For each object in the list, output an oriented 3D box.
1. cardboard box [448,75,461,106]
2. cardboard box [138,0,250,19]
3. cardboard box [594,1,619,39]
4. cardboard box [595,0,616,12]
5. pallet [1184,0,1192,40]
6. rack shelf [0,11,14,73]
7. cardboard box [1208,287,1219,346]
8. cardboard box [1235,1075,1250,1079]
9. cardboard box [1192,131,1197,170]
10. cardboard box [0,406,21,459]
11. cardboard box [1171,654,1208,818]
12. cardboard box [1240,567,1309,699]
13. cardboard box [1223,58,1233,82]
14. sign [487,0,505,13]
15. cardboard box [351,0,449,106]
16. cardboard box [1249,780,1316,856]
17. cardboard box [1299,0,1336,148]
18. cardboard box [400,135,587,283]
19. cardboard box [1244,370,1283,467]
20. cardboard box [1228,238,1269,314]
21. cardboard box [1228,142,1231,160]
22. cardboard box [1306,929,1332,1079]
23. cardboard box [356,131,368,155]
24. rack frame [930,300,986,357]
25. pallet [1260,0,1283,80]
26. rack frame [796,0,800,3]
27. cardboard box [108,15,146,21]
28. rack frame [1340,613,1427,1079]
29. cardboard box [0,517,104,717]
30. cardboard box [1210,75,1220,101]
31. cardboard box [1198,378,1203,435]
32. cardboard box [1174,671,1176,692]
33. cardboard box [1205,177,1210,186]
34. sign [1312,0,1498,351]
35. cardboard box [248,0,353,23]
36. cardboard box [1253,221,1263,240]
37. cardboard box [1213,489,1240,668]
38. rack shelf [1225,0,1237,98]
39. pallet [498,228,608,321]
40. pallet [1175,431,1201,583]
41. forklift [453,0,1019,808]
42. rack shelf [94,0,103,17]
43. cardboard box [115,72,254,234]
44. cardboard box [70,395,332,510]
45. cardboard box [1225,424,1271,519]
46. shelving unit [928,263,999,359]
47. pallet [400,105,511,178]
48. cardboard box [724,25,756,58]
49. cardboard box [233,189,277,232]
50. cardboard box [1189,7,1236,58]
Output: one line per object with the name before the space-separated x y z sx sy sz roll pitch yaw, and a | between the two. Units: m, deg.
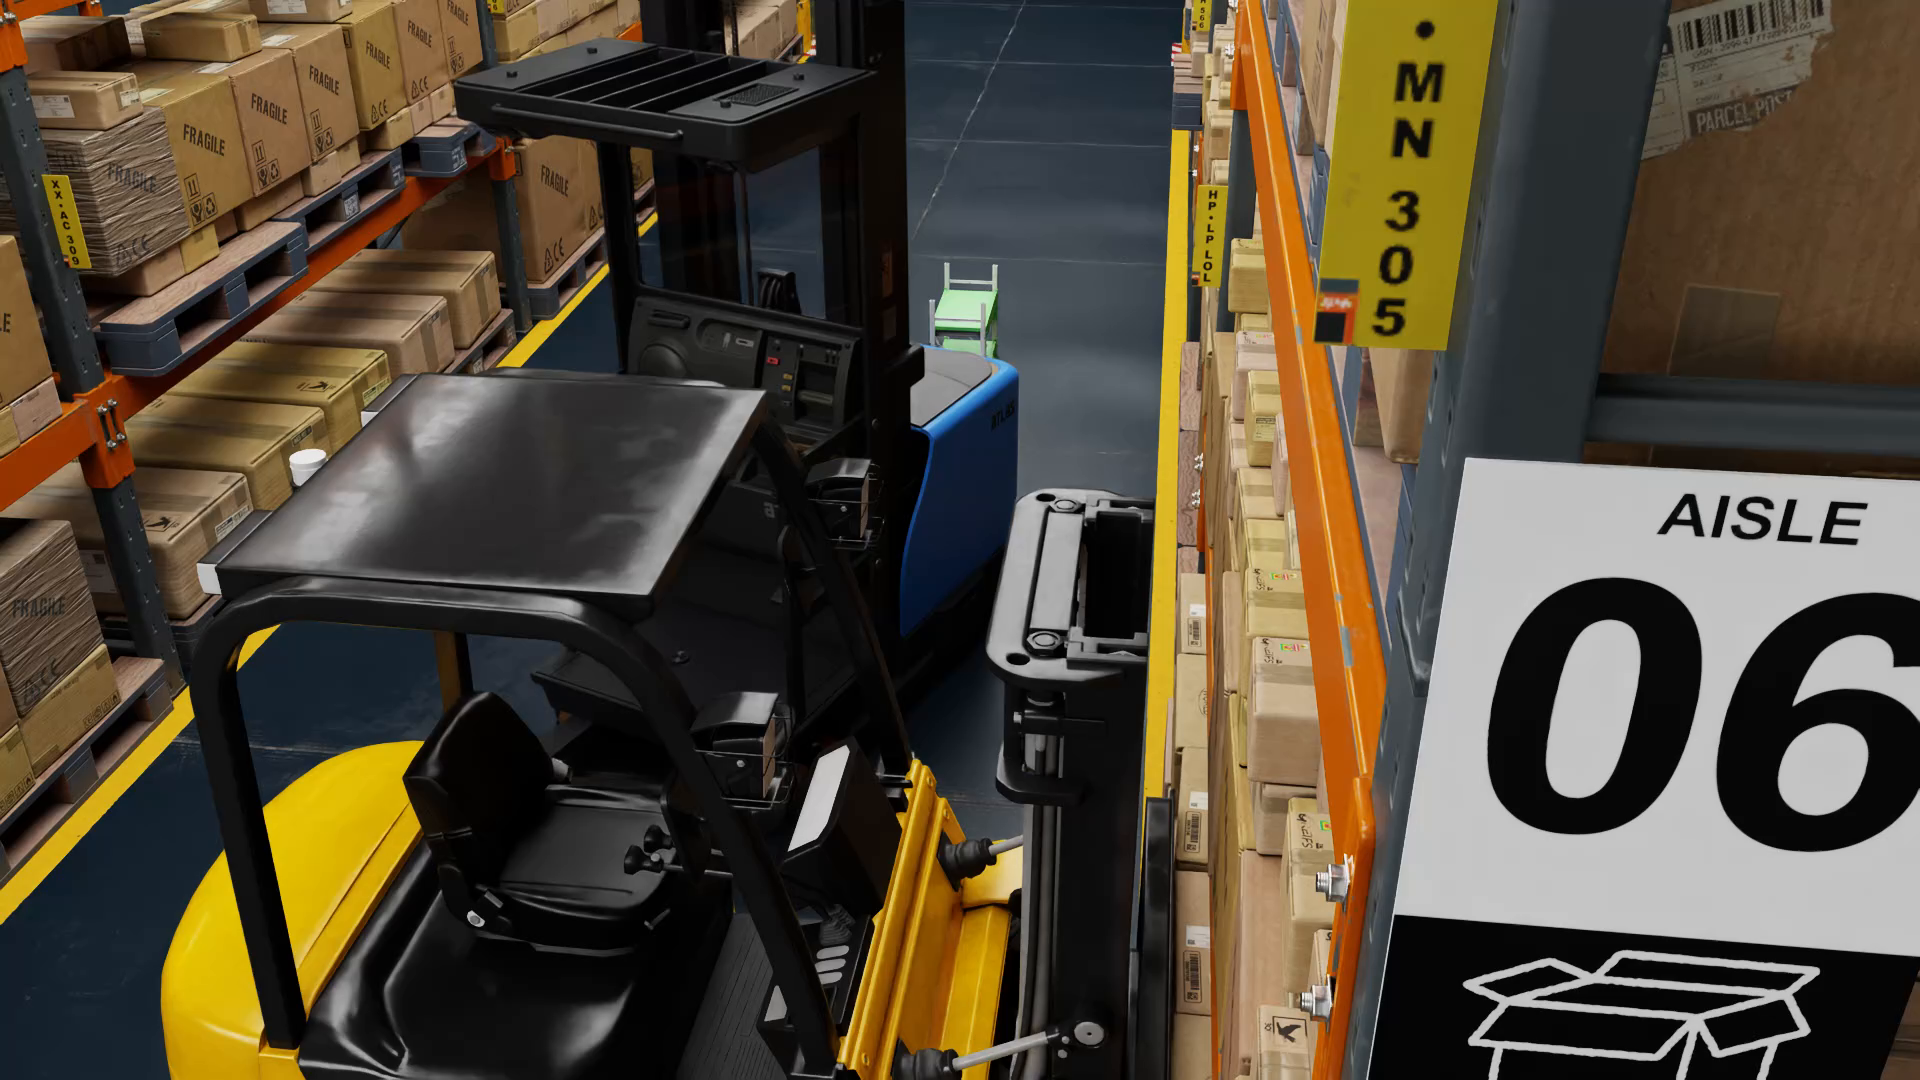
cardboard box | -2.879 -2.394 8.853 0.380 0.149 0.250 4 29 7
cardboard box | -3.512 -2.284 7.965 0.500 0.500 0.500 4 29 7
cardboard box | -2.629 -3.490 11.223 0.500 0.250 0.500 3 28 6
cardboard box | -2.591 -3.712 11.108 0.500 0.250 0.500 4 29 7
pallet | 2.099 -3.760 11.769 1.003 0.211 1.213 3 28 6
rack shelf | -3.847 -0.798 3.664 1.077 0.370 4.000 3 28 6
cardboard box | 1.132 -0.849 5.794 0.500 0.250 0.500 3 28 5
cardboard box | 0.635 1.143 2.360 0.500 0.500 0.500 3 28 5
cardboard box | 2.023 -3.084 12.505 0.500 0.500 0.500 5 29 8
cardboard box | -3.362 -0.338 5.480 0.380 0.149 0.250 4 29 7
cardboard box | 0.882 0.586 4.901 0.500 0.250 0.500 3 28 6
cardboard box | 0.727 0.186 3.139 0.380 0.149 0.250 4 29 7
cardboard box | 1.427 -2.156 7.801 0.380 0.149 0.250 4 29 7
sign | -2.572 -3.066 9.141 0.100 0.325 0.005 3 28 6
cardboard box | -2.944 -2.504 8.373 0.500 0.500 0.500 3 28 5
cardboard box | 0.721 0.440 2.981 0.380 0.149 0.250 2 28 5
cardboard box | 0.872 -0.858 2.364 0.700 0.500 0.500 4 29 7
cardboard box | -2.944 -2.188 10.446 0.875 0.875 0.875 3 28 6
cardboard box | 0.888 -0.289 4.020 0.380 0.149 0.250 3 28 5
cardboard box | 0.992 -0.776 4.926 0.380 0.149 0.250 4 29 7
cardboard box | 1.238 -1.438 6.467 0.380 0.149 0.250 3 28 5
cardboard box | 0.669 0.675 2.232 0.380 0.149 0.250 3 28 6
cardboard box | -3.080 -1.914 7.962 0.380 0.149 0.250 4 29 7
rack frame | -0.010 -0.491 7.397 0.240 1.200 0.015 3 28 6
pallet | 1.246 -1.327 3.982 1.003 0.211 1.213 3 28 6
rack frame | -2.131 -6.384 16.437 1.000 3.000 0.127 3 28 6
cardboard box | -7.674 -4.734 15.310 0.380 0.149 0.250 2 28 4
rack frame | 0.835 1.434 1.925 1.000 3.000 0.127 3 28 6
cardboard box | -3.408 0.254 5.781 0.500 0.500 0.500 3 28 5
cardboard box | 1.456 -2.055 8.034 0.500 0.250 0.500 4 29 8
cardboard box | 1.653 -0.870 8.264 0.875 0.625 0.625 4 29 8
cardboard box | 0.960 0.567 5.465 0.500 0.250 0.500 3 28 6
cardboard box | 1.396 -1.592 7.700 0.500 0.250 0.500 2 28 5
sign | 0.298 -0.279 1.093 0.100 0.325 0.005 3 28 6
cardboard box | -3.032 -2.477 7.640 0.380 0.149 0.250 2 28 4
cardboard box | 1.147 -0.952 5.565 0.380 0.149 0.250 4 29 8
cardboard box | 0.903 0.186 4.138 0.500 0.500 0.500 3 28 6
rack shelf | 1.570 -2.394 6.627 1.077 0.370 4.000 3 28 6
pallet | -2.940 -1.757 10.789 1.003 0.211 1.213 3 28 6
pallet | 1.524 -0.146 7.799 1.003 0.211 1.213 3 28 6
forklift | -0.881 -0.567 5.713 1.130 2.935 3.031 14 31 25
rack shelf | -7.301 -5.366 15.306 1.077 0.370 4.000 3 28 6
cardboard box | -3.199 -1.535 6.575 0.500 0.500 0.500 3 29 6
cardboard box | -3.455 -0.349 7.563 0.950 0.372 0.625 5 29 9
cardboard box | 0.853 -0.162 4.099 0.380 0.149 0.250 3 28 6
shelving unit | 0.020 -0.606 7.610 0.258 1.200 0.503 3 28 6
pallet | -3.093 -2.192 8.859 1.213 0.211 1.003 3 28 6
cardboard box | -2.329 -4.269 14.770 0.875 0.438 0.875 3 28 5
cardboard box | -3.149 -1.425 7.055 0.380 0.149 0.250 4 29 7
cardboard box | 1.623 -2.966 9.808 0.500 0.250 0.500 2 28 4
